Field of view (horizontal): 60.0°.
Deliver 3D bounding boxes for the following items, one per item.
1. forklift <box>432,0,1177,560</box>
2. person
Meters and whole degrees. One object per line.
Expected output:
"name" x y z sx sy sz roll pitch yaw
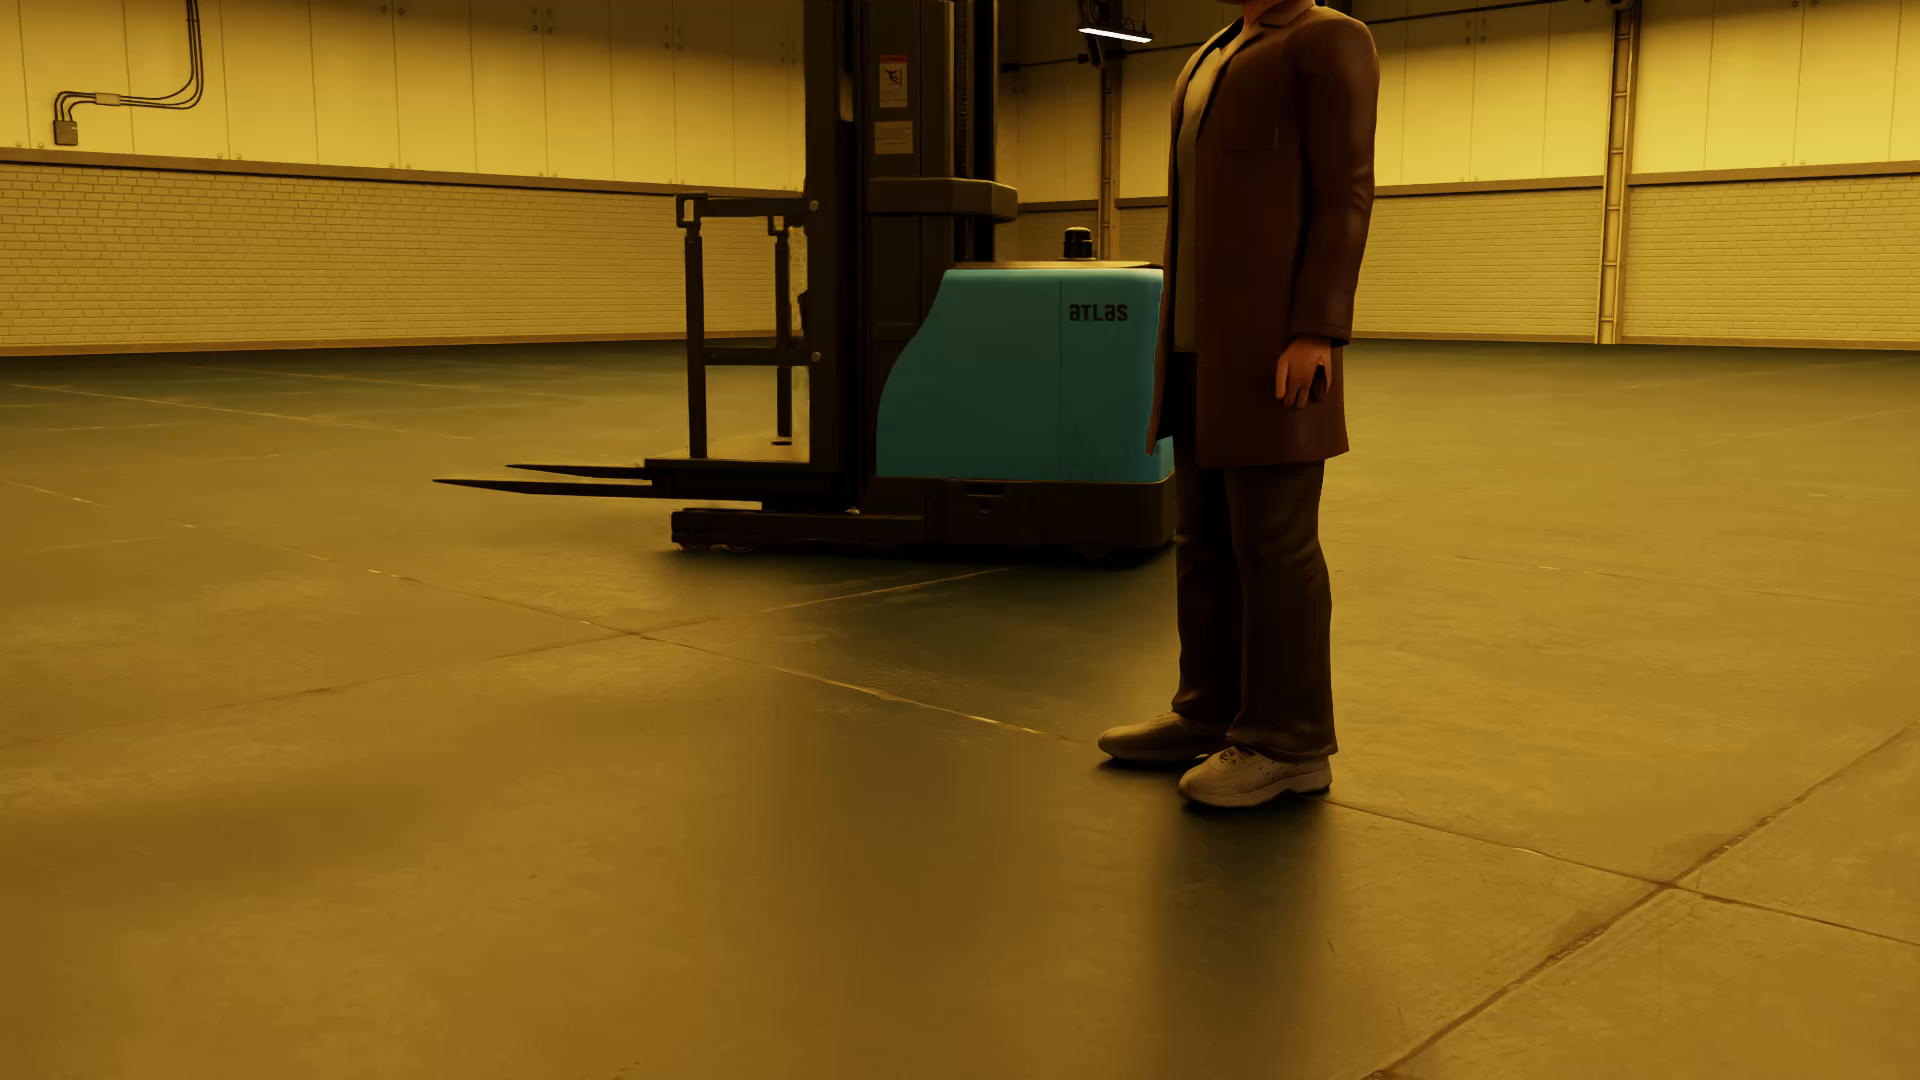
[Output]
"forklift" -0.631 -1.470 6.639 3.031 2.935 1.130 2 9 14
"person" 0.547 -0.386 3.293 0.384 1.783 0.563 -3 9 -19
